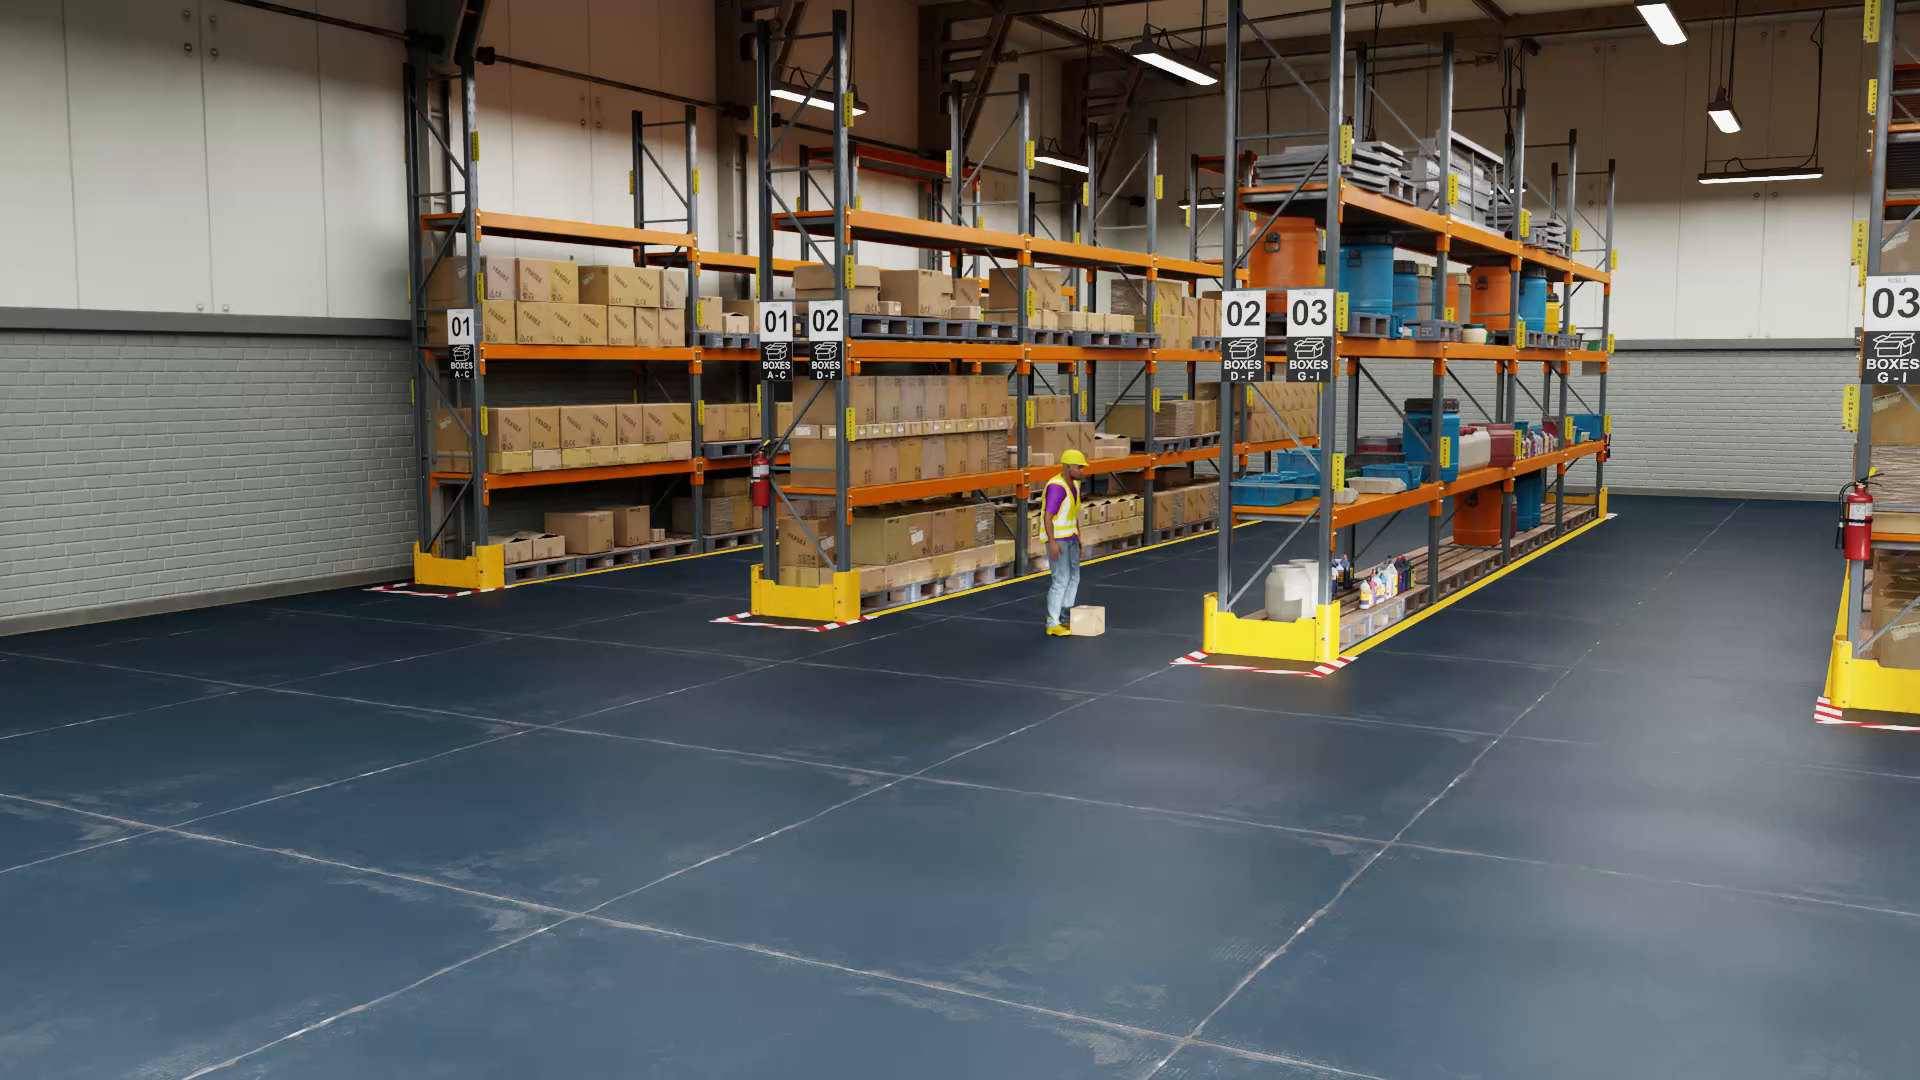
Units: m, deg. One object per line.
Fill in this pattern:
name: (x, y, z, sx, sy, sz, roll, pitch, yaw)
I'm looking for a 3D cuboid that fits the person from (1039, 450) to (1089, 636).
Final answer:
person: (1.008, 0.013, 15.929, 0.460, 1.760, 0.627, 3, 7, 29)
